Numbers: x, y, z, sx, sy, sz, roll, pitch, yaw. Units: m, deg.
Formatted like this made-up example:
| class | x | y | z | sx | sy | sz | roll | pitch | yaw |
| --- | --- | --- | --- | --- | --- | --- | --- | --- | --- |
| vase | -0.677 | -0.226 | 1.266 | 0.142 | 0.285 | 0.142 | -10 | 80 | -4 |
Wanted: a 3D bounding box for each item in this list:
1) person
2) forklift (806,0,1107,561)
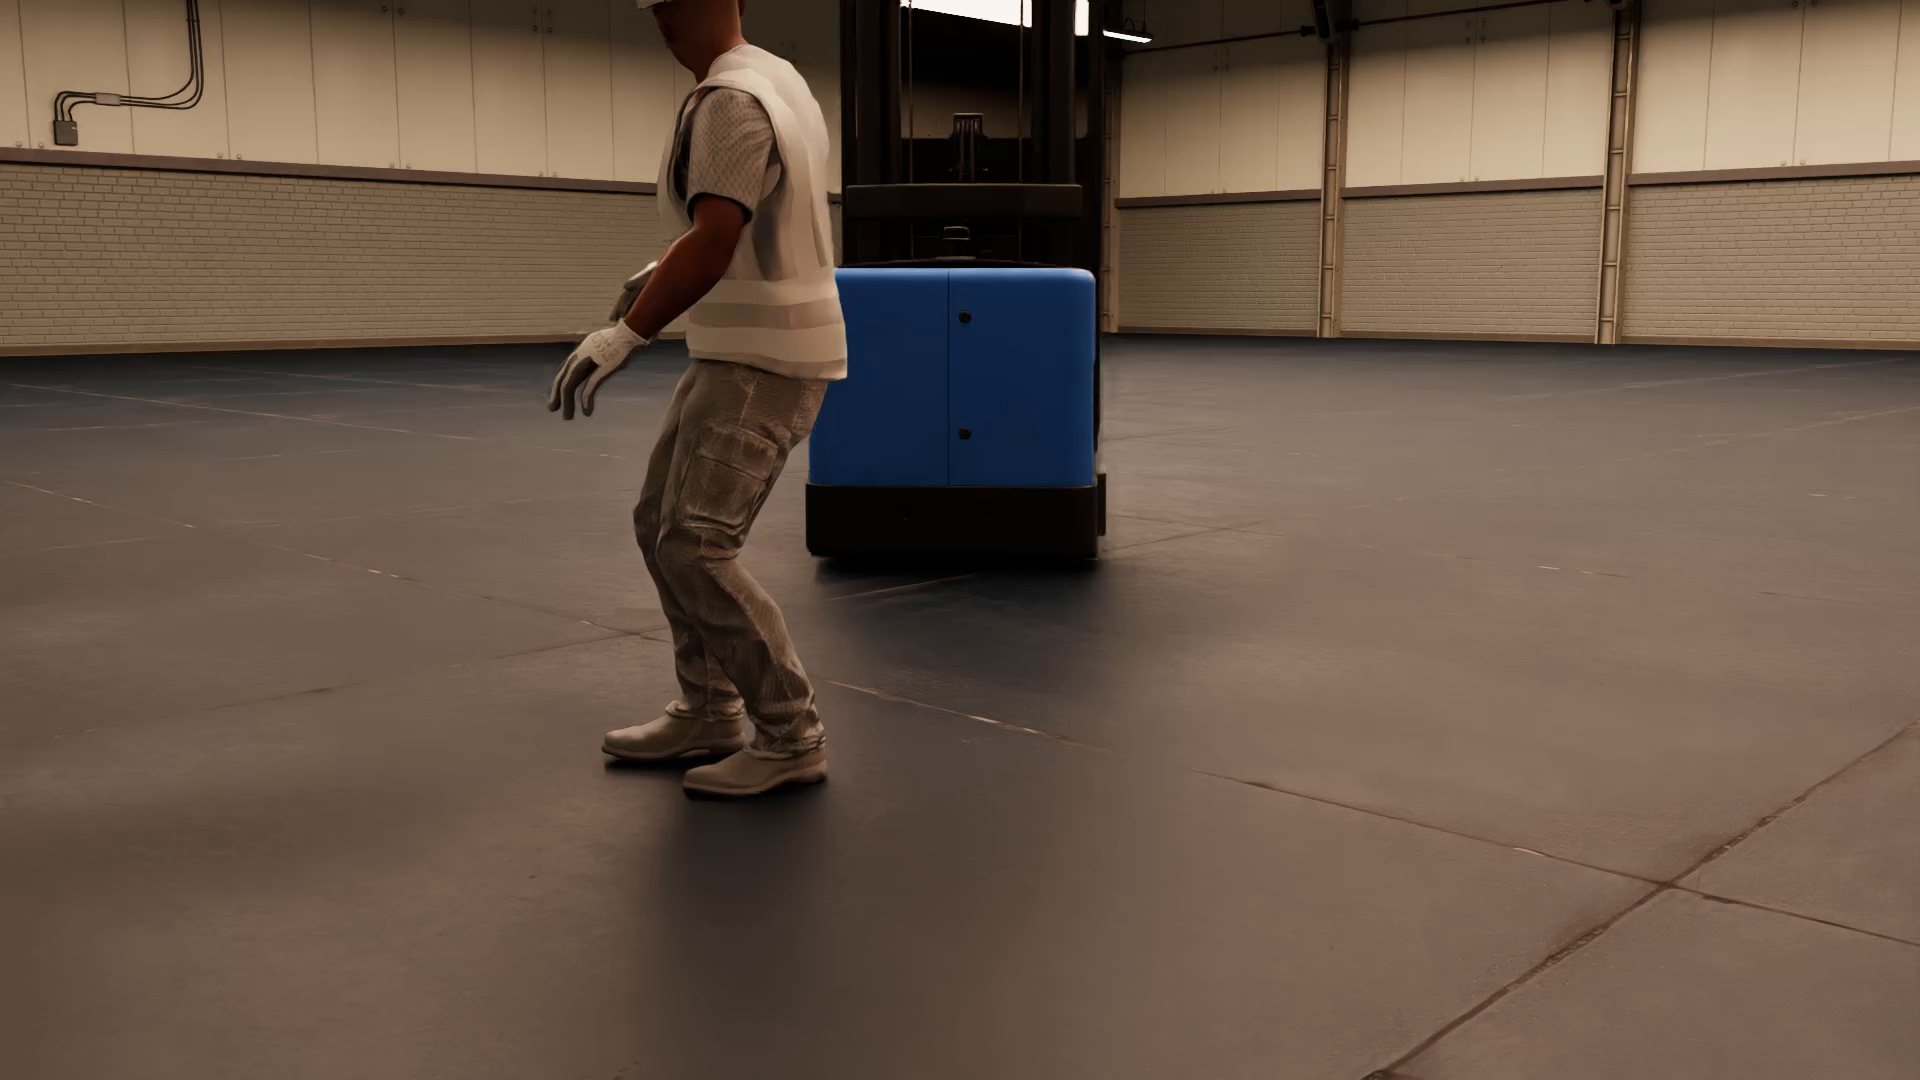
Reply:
| class | x | y | z | sx | sy | sz | roll | pitch | yaw |
| --- | --- | --- | --- | --- | --- | --- | --- | --- | --- |
| person | -0.508 | -0.352 | 3.376 | 0.564 | 1.723 | 0.803 | -1 | 9 | -6 |
| forklift | 0.067 | -1.554 | 7.197 | 1.130 | 2.935 | 3.031 | 1 | 9 | 4 |
